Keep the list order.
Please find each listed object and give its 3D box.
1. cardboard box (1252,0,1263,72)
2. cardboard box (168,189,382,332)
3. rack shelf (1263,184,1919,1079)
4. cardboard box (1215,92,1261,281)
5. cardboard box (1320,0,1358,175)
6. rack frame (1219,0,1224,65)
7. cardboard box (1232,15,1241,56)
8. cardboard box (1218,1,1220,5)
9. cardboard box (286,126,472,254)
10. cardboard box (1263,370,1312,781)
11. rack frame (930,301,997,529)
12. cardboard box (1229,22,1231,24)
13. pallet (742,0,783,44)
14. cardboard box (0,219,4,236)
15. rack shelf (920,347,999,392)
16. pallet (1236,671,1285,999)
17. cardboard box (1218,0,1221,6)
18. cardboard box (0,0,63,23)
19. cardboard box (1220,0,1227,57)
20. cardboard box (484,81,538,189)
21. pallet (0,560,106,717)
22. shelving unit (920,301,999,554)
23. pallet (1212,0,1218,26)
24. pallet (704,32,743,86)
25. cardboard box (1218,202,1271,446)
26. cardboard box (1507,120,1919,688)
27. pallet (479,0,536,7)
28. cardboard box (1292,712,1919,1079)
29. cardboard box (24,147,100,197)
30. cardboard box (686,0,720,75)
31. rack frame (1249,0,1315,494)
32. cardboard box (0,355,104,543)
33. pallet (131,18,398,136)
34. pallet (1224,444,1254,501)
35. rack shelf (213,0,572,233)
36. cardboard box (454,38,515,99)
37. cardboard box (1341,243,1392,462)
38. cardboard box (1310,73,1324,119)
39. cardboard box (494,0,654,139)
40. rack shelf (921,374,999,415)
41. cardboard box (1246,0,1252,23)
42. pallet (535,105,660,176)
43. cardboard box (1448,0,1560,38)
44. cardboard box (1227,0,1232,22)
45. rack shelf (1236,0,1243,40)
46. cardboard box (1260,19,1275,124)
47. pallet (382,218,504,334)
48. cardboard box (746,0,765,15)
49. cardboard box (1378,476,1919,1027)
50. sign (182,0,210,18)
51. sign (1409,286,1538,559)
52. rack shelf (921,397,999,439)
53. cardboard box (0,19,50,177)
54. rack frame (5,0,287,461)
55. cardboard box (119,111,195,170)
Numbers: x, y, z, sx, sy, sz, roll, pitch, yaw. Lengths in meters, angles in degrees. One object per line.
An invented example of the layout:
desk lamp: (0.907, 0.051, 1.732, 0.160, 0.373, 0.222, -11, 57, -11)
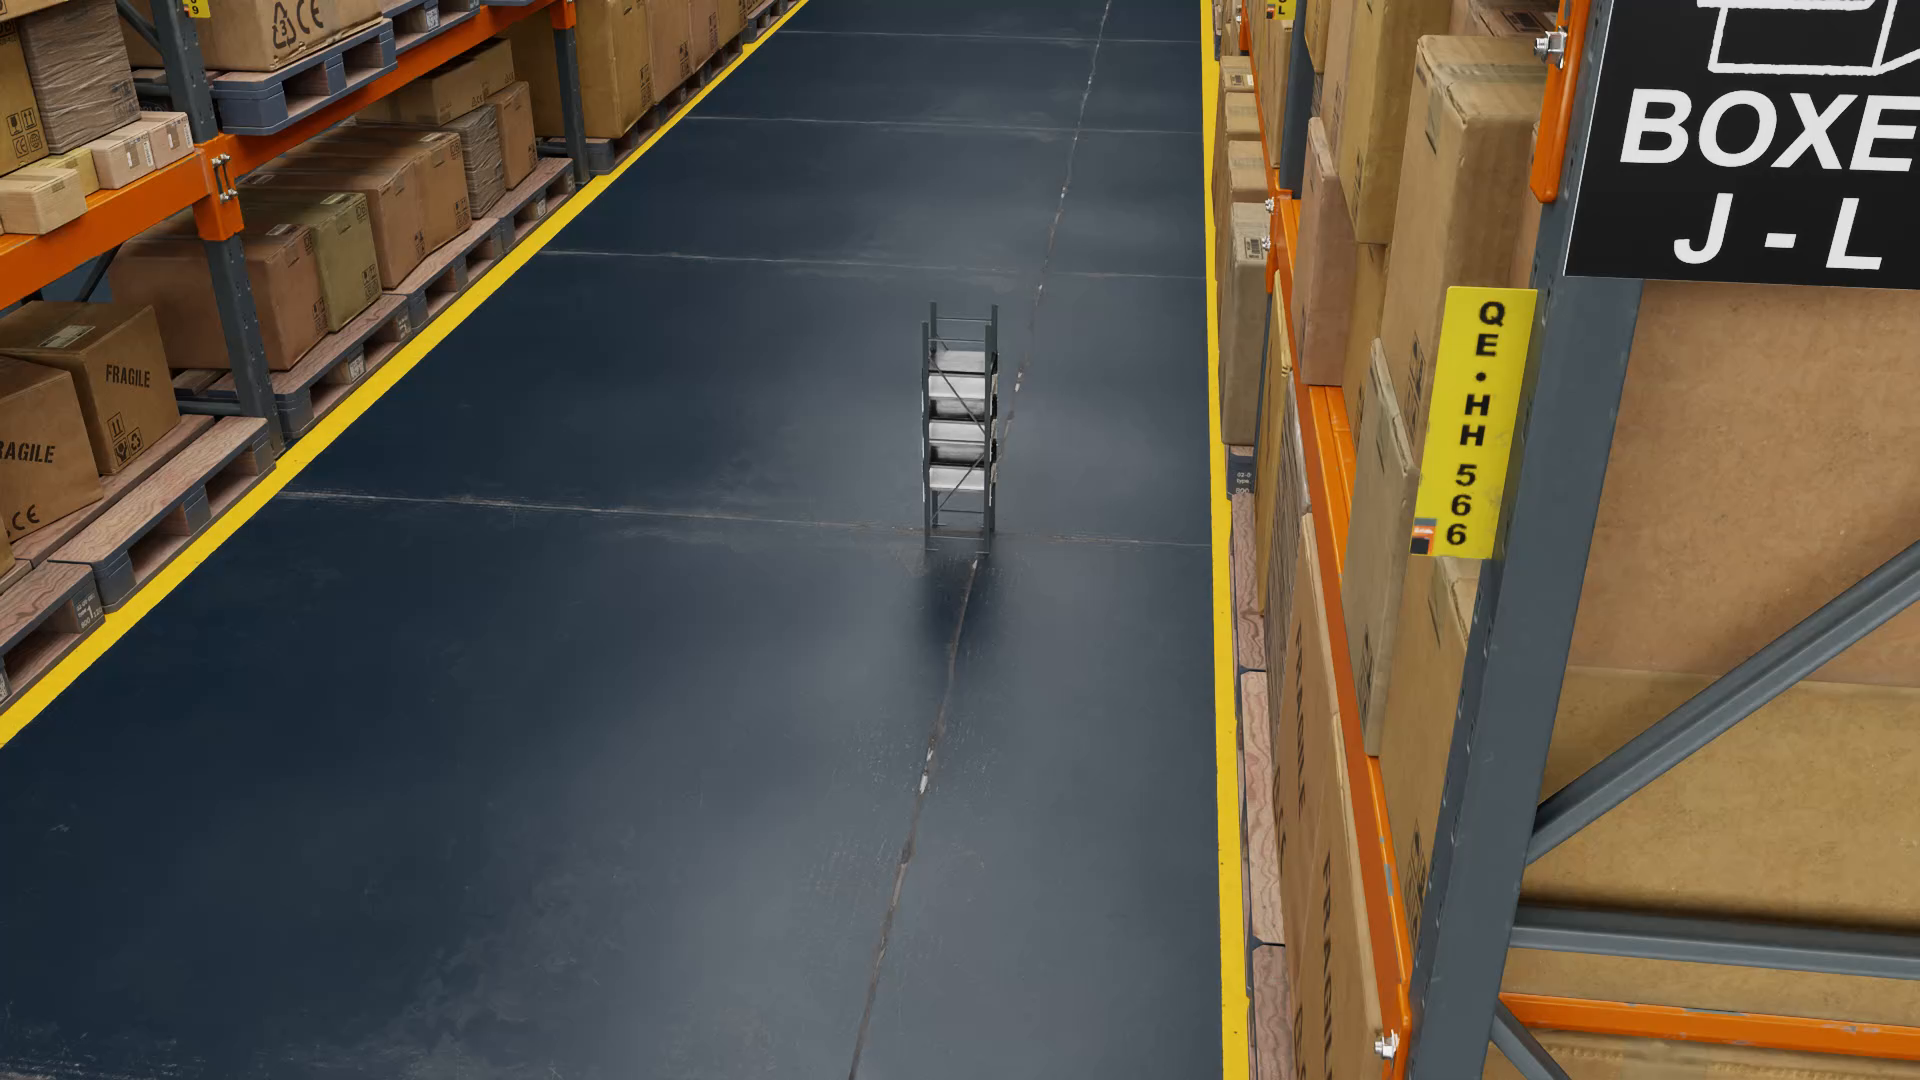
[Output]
cardboard box: (1.580, -2.375, 7.391, 0.500, 0.500, 0.500, 3, 28, 6)
cardboard box: (-3.139, -1.295, 7.664, 0.700, 0.500, 0.500, 3, 28, 6)
rack shelf: (1.353, -0.097, 4.026, 1.077, 0.370, 4.000, 3, 28, 6)
cardboard box: (1.820, -1.739, 8.245, 1.050, 0.750, 0.750, 4, 29, 7)
cardboard box: (1.364, -1.213, 4.042, 0.875, 0.550, 0.550, 3, 28, 6)
rack frame: (2.578, -5.121, 12.593, 1.000, 3.000, 0.127, 3, 28, 6)
cardboard box: (1.911, -2.990, 10.039, 0.500, 0.250, 0.500, 3, 28, 5)
cardboard box: (2.371, -4.501, 14.005, 0.380, 0.149, 0.250, 2, 28, 5)
cardboard box: (-3.002, -1.821, 8.640, 0.700, 0.500, 0.500, 6, 29, 10)
cardboard box: (1.345, 0.112, 4.677, 0.875, 0.875, 0.875, 4, 29, 7)
rack frame: (0.013, -0.448, 6.132, 0.240, 0.900, 0.006, 3, 28, 6)
cardboard box: (2.110, -3.376, 11.547, 0.500, 0.500, 0.500, 4, 29, 7)
pallet: (-2.161, -4.582, 14.533, 1.003, 0.211, 1.213, 3, 28, 6)
cardboard box: (-3.259, -0.997, 5.202, 0.380, 0.149, 0.250, 3, 28, 6)
rack shelf: (0.001, -0.608, 5.931, 0.258, 0.077, 0.200, 3, 28, 6)
pallet: (1.280, 0.802, 4.539, 1.003, 0.211, 1.213, 3, 28, 6)
cardboard box: (2.322, -4.476, 13.646, 0.380, 0.149, 0.250, 2, 28, 4)
cardboard box: (-3.154, -1.843, 5.035, 0.500, 0.500, 0.500, 3, 28, 6)
cardboard box: (2.224, -3.873, 12.469, 0.500, 0.500, 0.500, 4, 29, 8)
cardboard box: (-2.885, -2.351, 9.622, 0.700, 0.500, 0.500, 2, 28, 4)
pallet: (-3.507, 0.431, 5.228, 1.003, 0.211, 1.213, 3, 28, 6)
shelving unit: (0.001, -0.400, 6.044, 0.258, 0.900, 0.210, 3, 28, 6)
pallet: (2.772, -4.787, 14.914, 1.003, 0.211, 1.213, 3, 28, 6)
pallet: (-2.352, -3.861, 13.195, 1.003, 0.211, 1.213, 3, 28, 6)
cardboard box: (1.585, -0.847, 6.589, 1.050, 0.750, 0.750, 3, 28, 6)
cardboard box: (1.192, -0.186, 2.136, 0.875, 0.550, 0.550, 3, 28, 6)
pallet: (-2.804, -3.148, 9.132, 1.213, 0.211, 1.003, 3, 28, 6)
cardboard box: (1.125, 0.955, 3.112, 0.875, 0.875, 0.875, 4, 29, 6)
cardboard box: (-3.177, -1.231, 5.637, 0.380, 0.149, 0.250, 3, 28, 6)
cardboard box: (-2.499, -3.983, 12.278, 1.225, 0.875, 0.875, 2, 28, 4)
rack frame: (1.598, -1.355, 5.603, 1.000, 3.000, 0.127, 3, 28, 6)
cardboard box: (-3.464, -0.319, 5.873, 0.500, 0.500, 0.500, 13, 31, 22)
pallet: (-3.074, -1.958, 6.924, 1.003, 0.211, 1.213, 3, 28, 6)
pallet: (1.618, -0.495, 6.946, 1.003, 0.211, 1.213, 3, 28, 6)
rack shelf: (-3.067, -2.316, 8.144, 1.077, 0.370, 4.000, 3, 28, 6)
cardboard box: (-2.875, -2.680, 9.443, 0.500, 0.250, 0.500, 4, 29, 8)
cardboard box: (1.371, -0.484, 3.828, 0.875, 0.550, 0.500, 3, 28, 6)
cardboard box: (1.564, -1.247, 5.244, 0.875, 0.550, 0.550, 3, 28, 6)
cardboard box: (-2.717, -3.147, 10.726, 1.225, 0.875, 0.875, 2, 28, 4)
rack shelf: (0.001, -0.529, 5.974, 0.258, 0.077, 0.200, 3, 28, 6)
cardboard box: (1.705, -2.847, 8.266, 0.500, 0.500, 0.500, 3, 28, 6)
pallet: (-2.651, -2.713, 11.063, 1.003, 0.211, 1.213, 3, 28, 6)
cardboard box: (1.371, -0.706, 3.101, 0.875, 0.550, 0.550, 3, 28, 6)
cardboard box: (2.096, -3.712, 11.380, 0.500, 0.250, 0.500, 4, 29, 8)
rack shelf: (2.333, -3.863, 11.016, 1.077, 0.370, 4.000, 3, 28, 6)
cardboard box: (1.458, -1.898, 6.505, 0.500, 0.500, 0.500, 3, 28, 6)
pallet: (-3.072, -1.406, 8.637, 1.003, 0.211, 1.213, 3, 28, 6)
cardboard box: (-2.172, -5.012, 14.188, 0.875, 0.875, 0.875, 3, 28, 6)
cardboard box: (1.108, 0.284, 2.401, 0.875, 0.550, 0.550, 3, 28, 6)
sign: (-2.773, -2.044, 5.969, 0.100, 0.325, 0.005, 3, 28, 6)
sign: (0.571, -0.124, 1.848, 0.100, 0.325, 0.005, 3, 28, 6)
rack shelf: (0.001, -0.450, 6.017, 0.258, 0.077, 0.200, 3, 28, 6)
cardboard box: (-3.525, -1.424, 5.312, 0.875, 0.500, 0.500, 3, 28, 6)
rack frame: (-3.312, -1.691, 6.226, 1.000, 3.000, 0.127, 3, 28, 6)
cardboard box: (-3.047, -1.462, 6.066, 0.380, 0.149, 0.250, 3, 28, 6)
